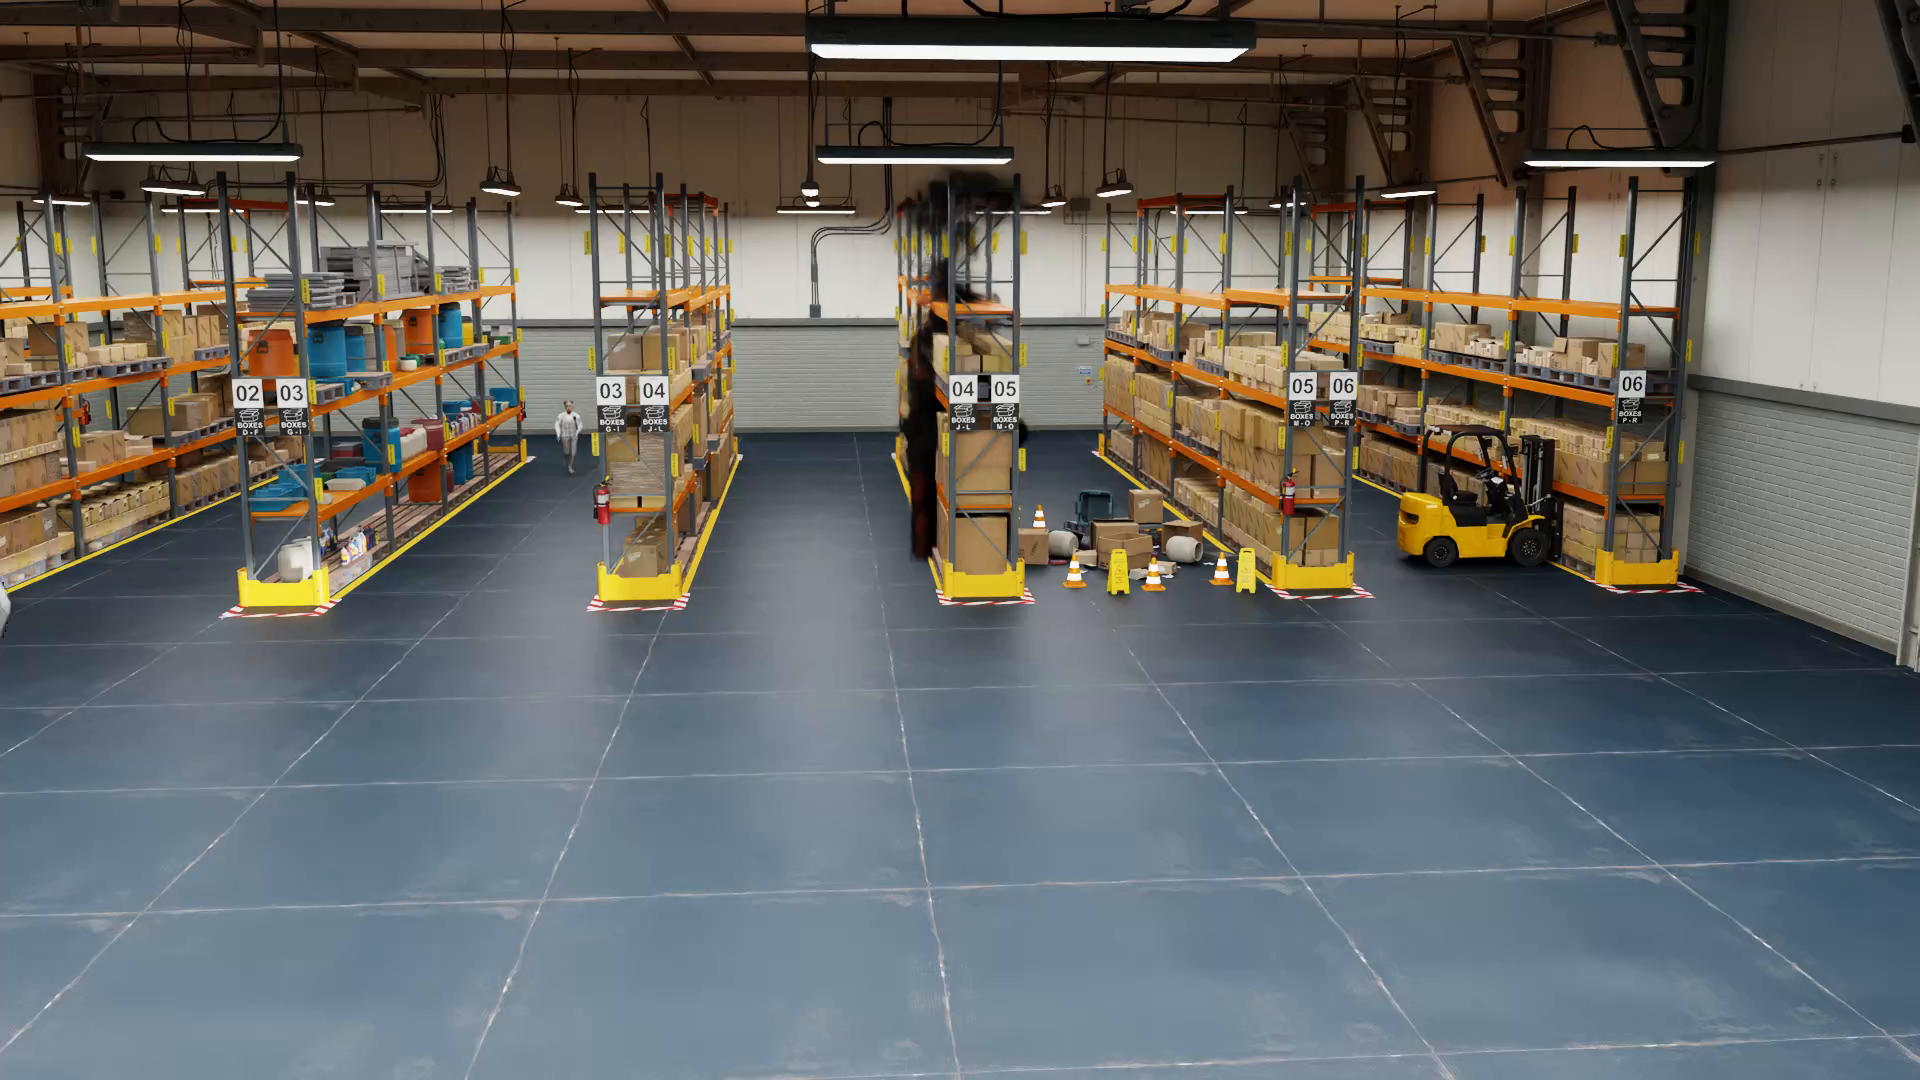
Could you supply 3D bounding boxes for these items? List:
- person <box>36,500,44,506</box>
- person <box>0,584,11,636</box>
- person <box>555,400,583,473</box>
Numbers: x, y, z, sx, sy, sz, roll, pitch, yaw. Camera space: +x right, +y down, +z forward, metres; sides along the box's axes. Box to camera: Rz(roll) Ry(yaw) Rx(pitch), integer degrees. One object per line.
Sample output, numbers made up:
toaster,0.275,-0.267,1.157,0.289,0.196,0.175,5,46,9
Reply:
person,-17.560,-1.402,31.583,0.647,1.762,0.943,-4,11,-20
person,-12.153,0.567,20.674,0.829,1.660,0.571,5,11,28
person,-8.712,-2.307,37.091,0.605,1.646,0.584,-3,11,-17
